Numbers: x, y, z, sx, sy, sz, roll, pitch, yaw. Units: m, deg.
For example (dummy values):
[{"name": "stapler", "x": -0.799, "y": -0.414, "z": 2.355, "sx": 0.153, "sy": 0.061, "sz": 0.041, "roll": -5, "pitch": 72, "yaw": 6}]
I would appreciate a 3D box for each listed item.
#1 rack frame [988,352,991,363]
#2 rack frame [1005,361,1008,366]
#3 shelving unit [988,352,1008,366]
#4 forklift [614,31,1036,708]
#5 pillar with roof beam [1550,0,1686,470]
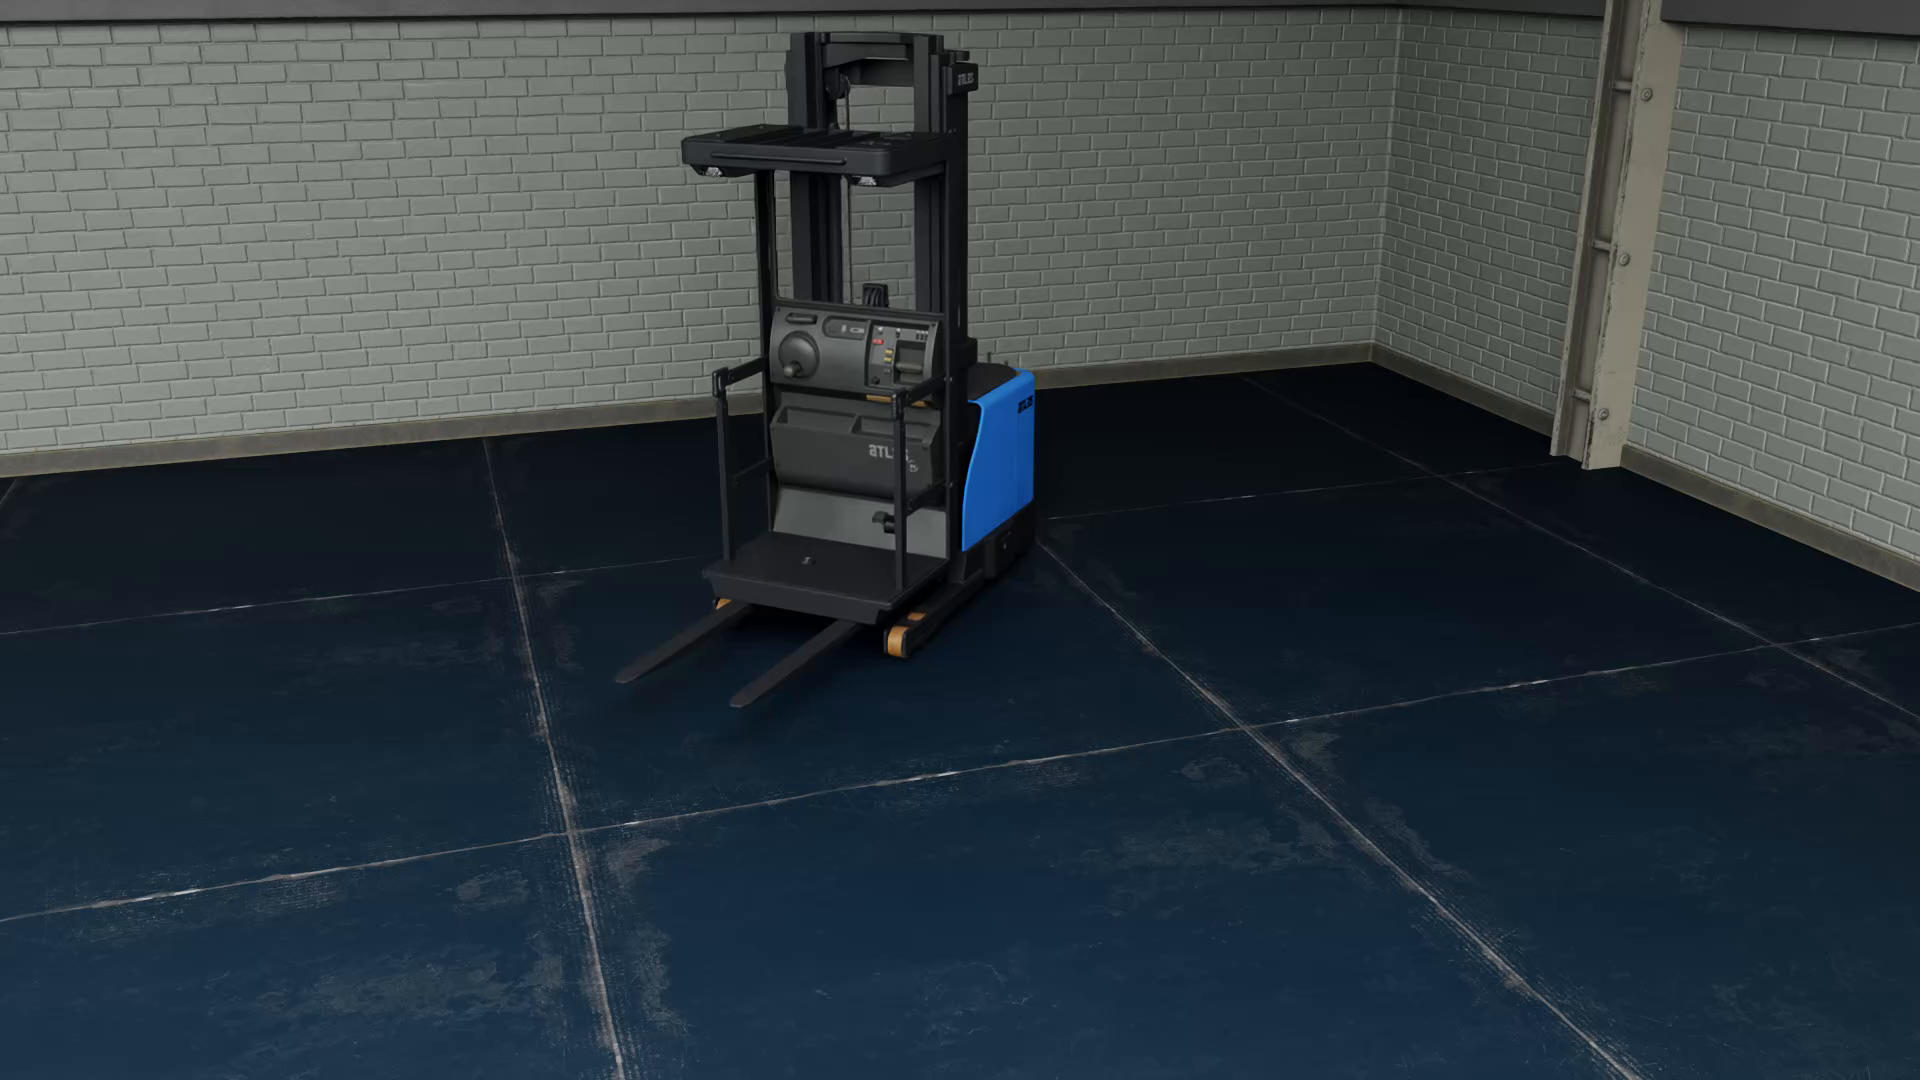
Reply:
[{"name": "rack frame", "x": 0.092, "y": -0.617, "z": 10.082, "sx": 0.200, "sy": 1.050, "sz": 0.008, "roll": -8, "pitch": 21, "yaw": -22}, {"name": "rack frame", "x": 0.187, "y": -0.541, "z": 9.871, "sx": 0.200, "sy": 1.050, "sz": 0.008, "roll": -8, "pitch": 21, "yaw": -22}, {"name": "shelving unit", "x": 0.139, "y": -0.579, "z": 9.977, "sx": 0.215, "sy": 1.050, "sz": 0.252, "roll": -8, "pitch": 21, "yaw": -22}, {"name": "forklift", "x": -0.630, "y": -0.954, "z": 8.238, "sx": 1.130, "sy": 2.935, "sz": 3.031, "roll": 9, "pitch": 22, "yaw": 23}, {"name": "pillar with roof beam", "x": 0.227, "y": -4.332, "z": 8.664, "sx": 9.100, "sy": 9.000, "sz": 0.400, "roll": -6, "pitch": 21, "yaw": -17}]
